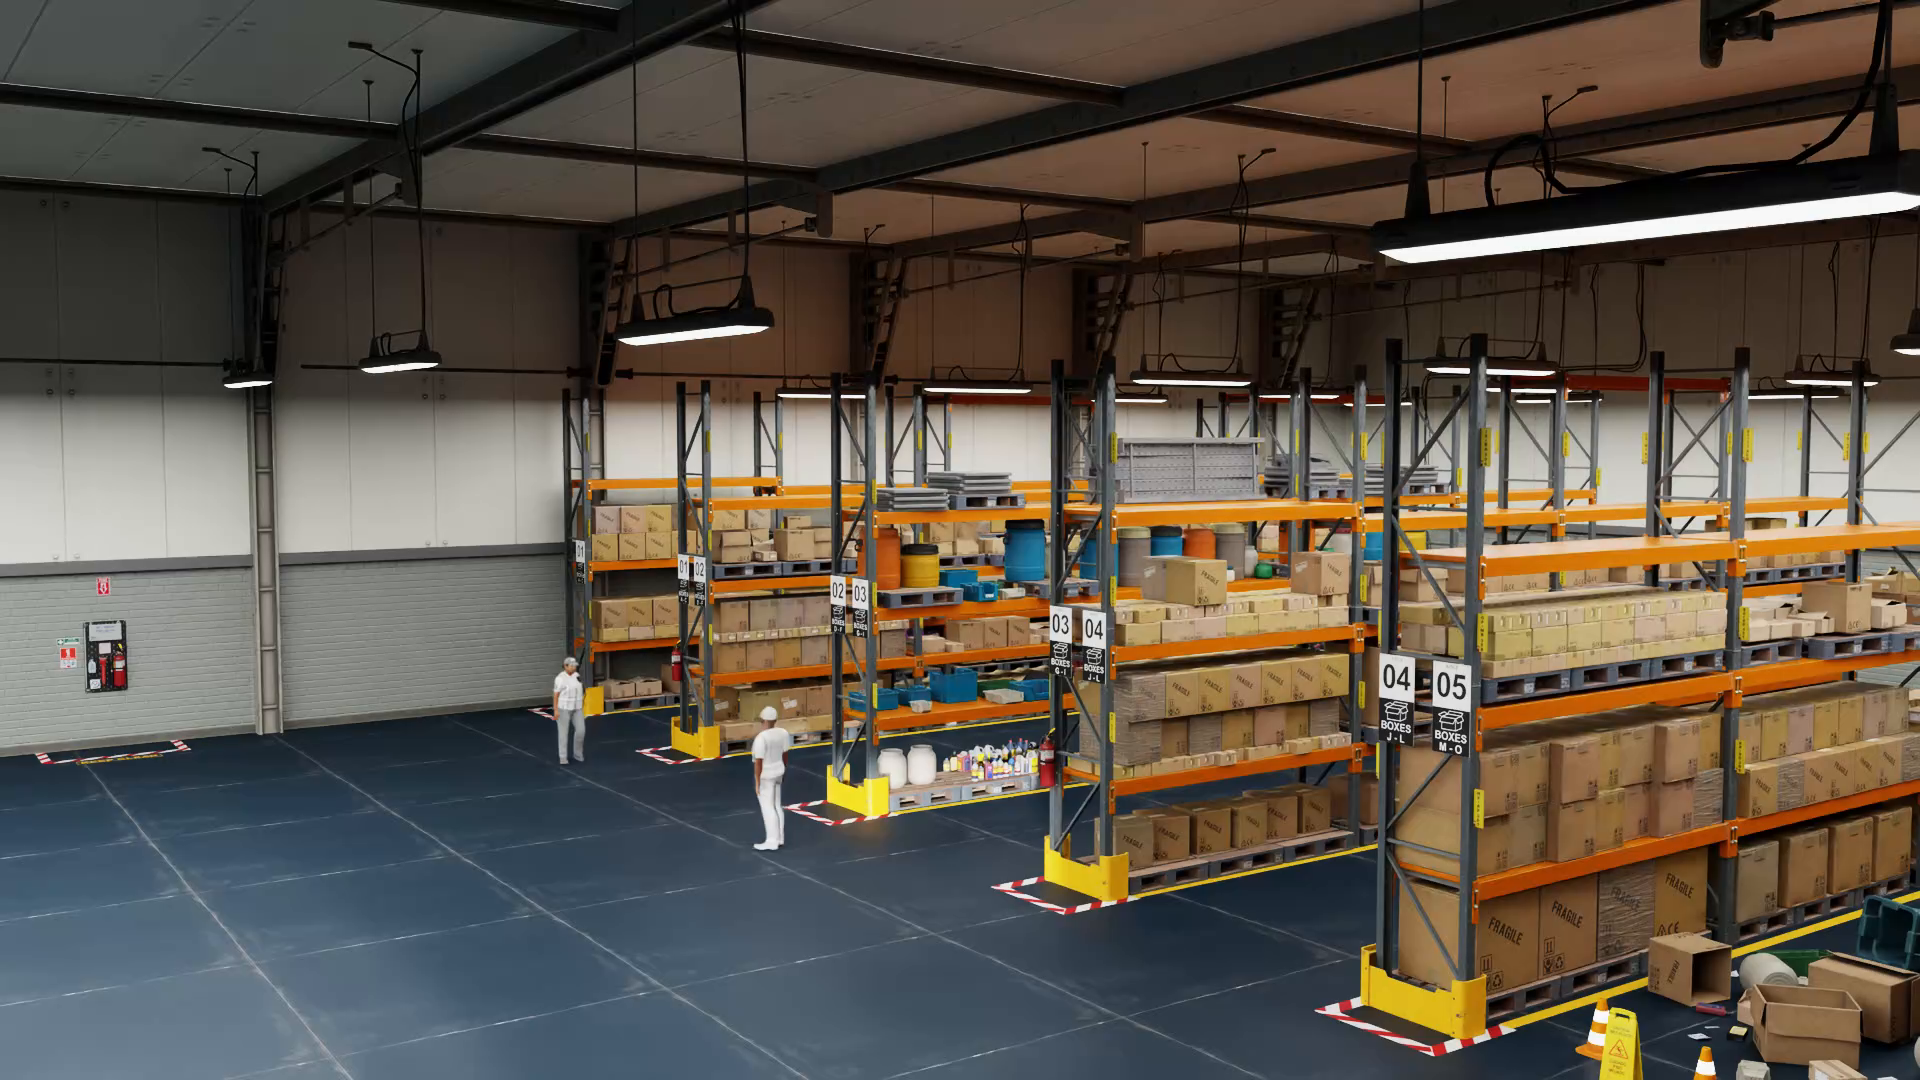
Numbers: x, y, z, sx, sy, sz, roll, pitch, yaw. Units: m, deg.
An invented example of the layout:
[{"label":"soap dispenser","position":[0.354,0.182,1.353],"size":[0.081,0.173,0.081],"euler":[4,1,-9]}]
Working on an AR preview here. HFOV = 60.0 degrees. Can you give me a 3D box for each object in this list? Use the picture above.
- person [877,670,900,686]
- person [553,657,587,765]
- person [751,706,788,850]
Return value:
[{"label":"person","position":[-1.457,2.230,31.591],"size":[1.016,1.730,0.765],"euler":[-3,5,-37]},{"label":"person","position":[-6.147,2.702,26.105],"size":[0.416,1.741,0.573],"euler":[3,5,44]},{"label":"person","position":[-2.368,2.958,20.693],"size":[0.371,1.797,0.608],"euler":[2,4,28]}]
